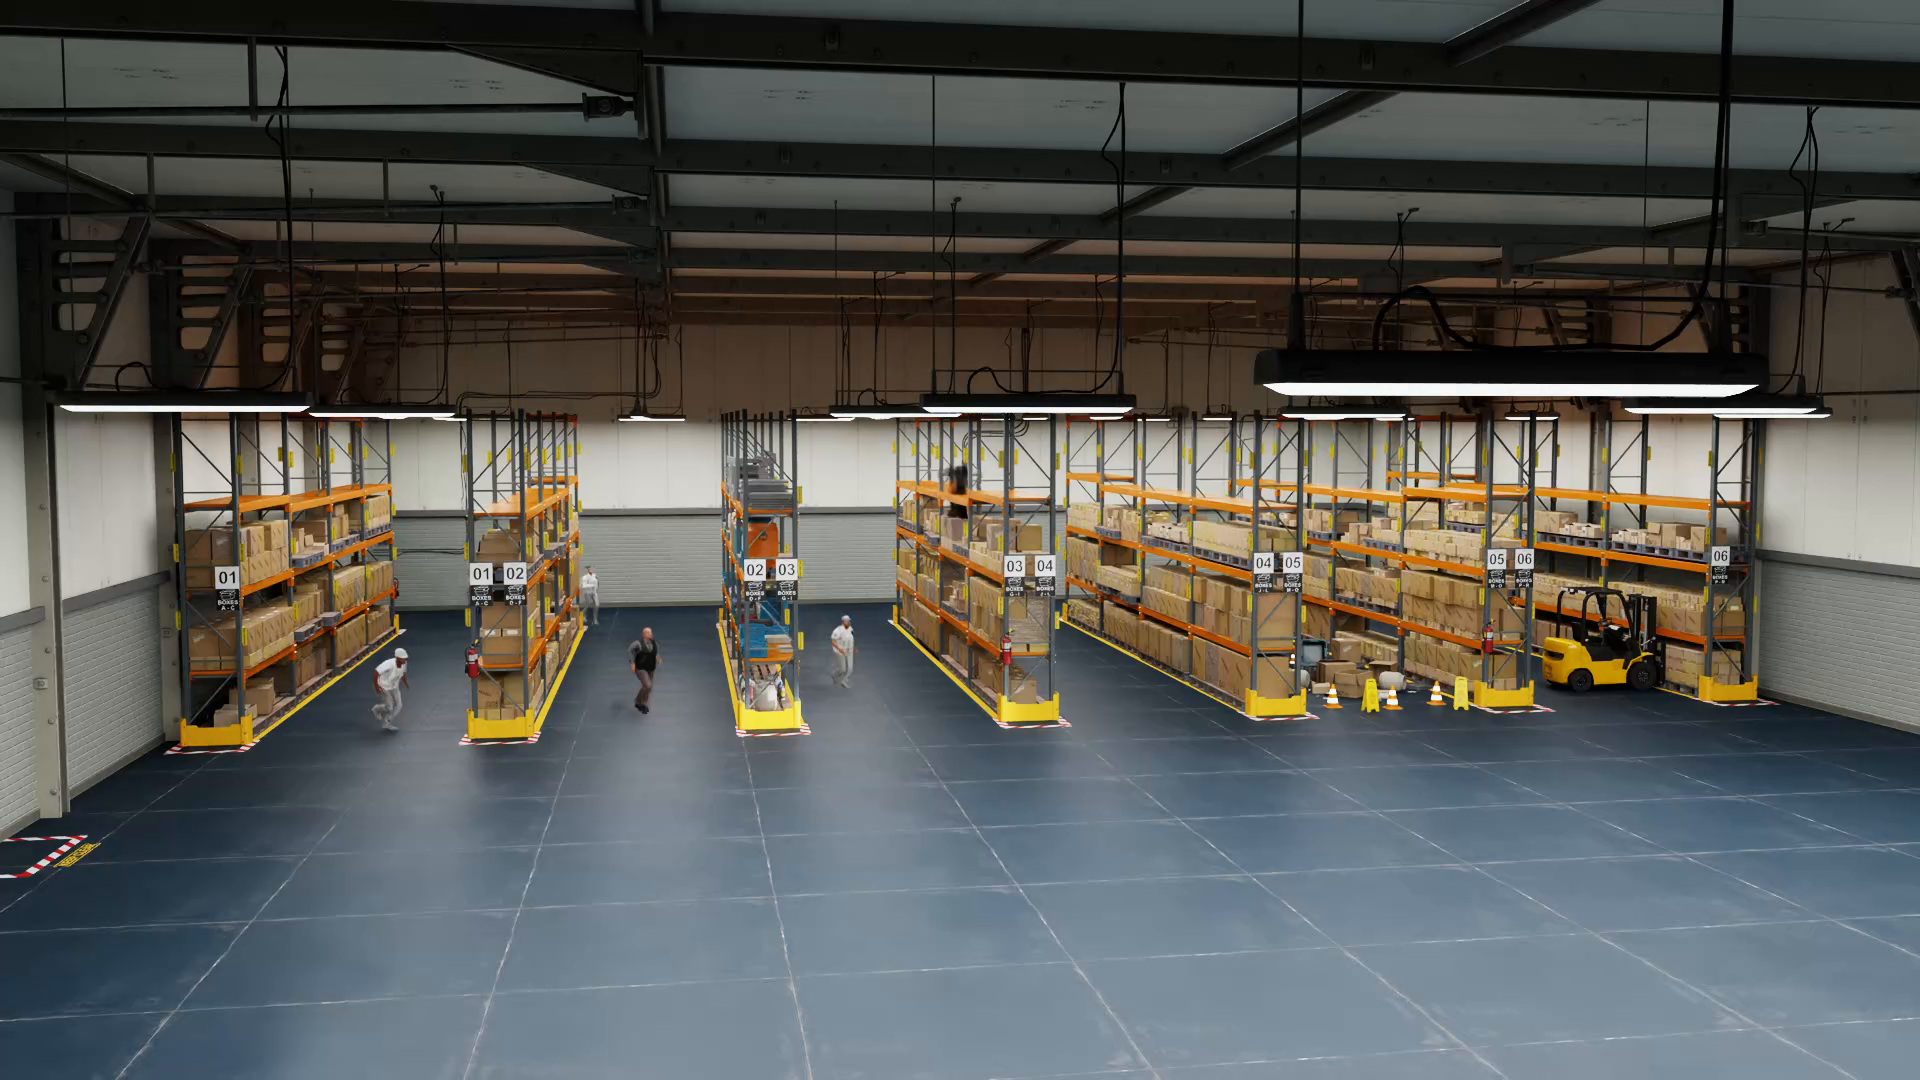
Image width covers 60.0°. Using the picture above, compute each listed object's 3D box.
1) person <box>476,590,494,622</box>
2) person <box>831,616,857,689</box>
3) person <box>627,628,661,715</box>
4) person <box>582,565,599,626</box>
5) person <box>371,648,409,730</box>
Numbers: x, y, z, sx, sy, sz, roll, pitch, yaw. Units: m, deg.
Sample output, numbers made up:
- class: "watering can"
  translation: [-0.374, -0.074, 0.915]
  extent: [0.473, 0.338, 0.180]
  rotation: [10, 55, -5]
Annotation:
- class: "person"
  translation: [-13.526, 1.618, 47.563]
  extent: [0.973, 1.648, 0.614]
  rotation: [0, 4, -5]
- class: "person"
  translation: [-2.550, 2.423, 36.011]
  extent: [0.607, 1.601, 0.613]
  rotation: [-3, 5, -36]
- class: "person"
  translation: [-6.226, 2.594, 32.876]
  extent: [0.834, 1.739, 0.607]
  rotation: [4, 6, 44]
- class: "person"
  translation: [-10.552, 1.569, 47.479]
  extent: [0.573, 1.745, 0.831]
  rotation: [-3, 5, -39]
- class: "person"
  translation: [-10.680, 2.783, 31.074]
  extent: [0.983, 1.560, 0.721]
  rotation: [2, 5, 31]
